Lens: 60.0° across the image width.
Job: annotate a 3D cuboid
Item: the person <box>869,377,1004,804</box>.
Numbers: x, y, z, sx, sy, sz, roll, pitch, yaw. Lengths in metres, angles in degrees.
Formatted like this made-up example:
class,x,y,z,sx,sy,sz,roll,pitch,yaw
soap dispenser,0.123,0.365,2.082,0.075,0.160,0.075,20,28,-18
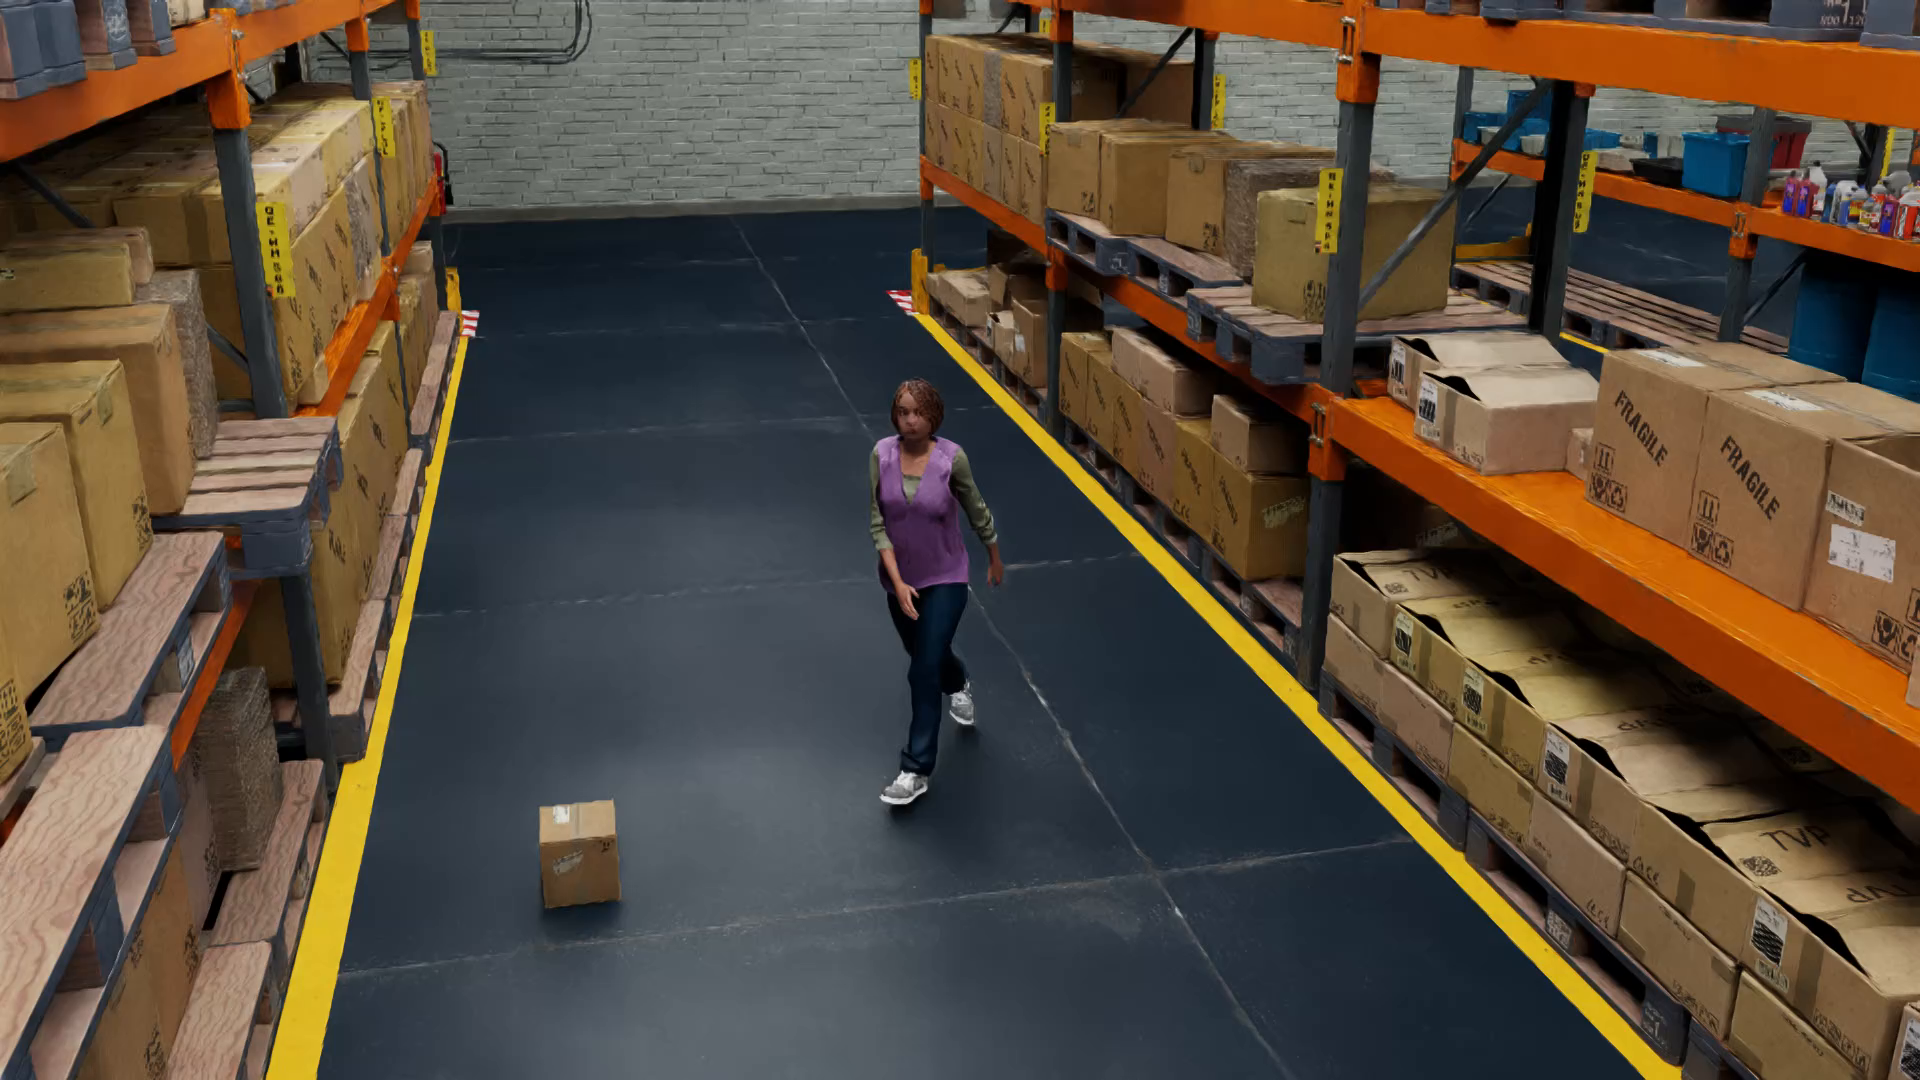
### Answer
class,x,y,z,sx,sy,sz,roll,pitch,yaw
person,-0.106,0.136,6.232,0.432,1.545,0.921,7,21,18
